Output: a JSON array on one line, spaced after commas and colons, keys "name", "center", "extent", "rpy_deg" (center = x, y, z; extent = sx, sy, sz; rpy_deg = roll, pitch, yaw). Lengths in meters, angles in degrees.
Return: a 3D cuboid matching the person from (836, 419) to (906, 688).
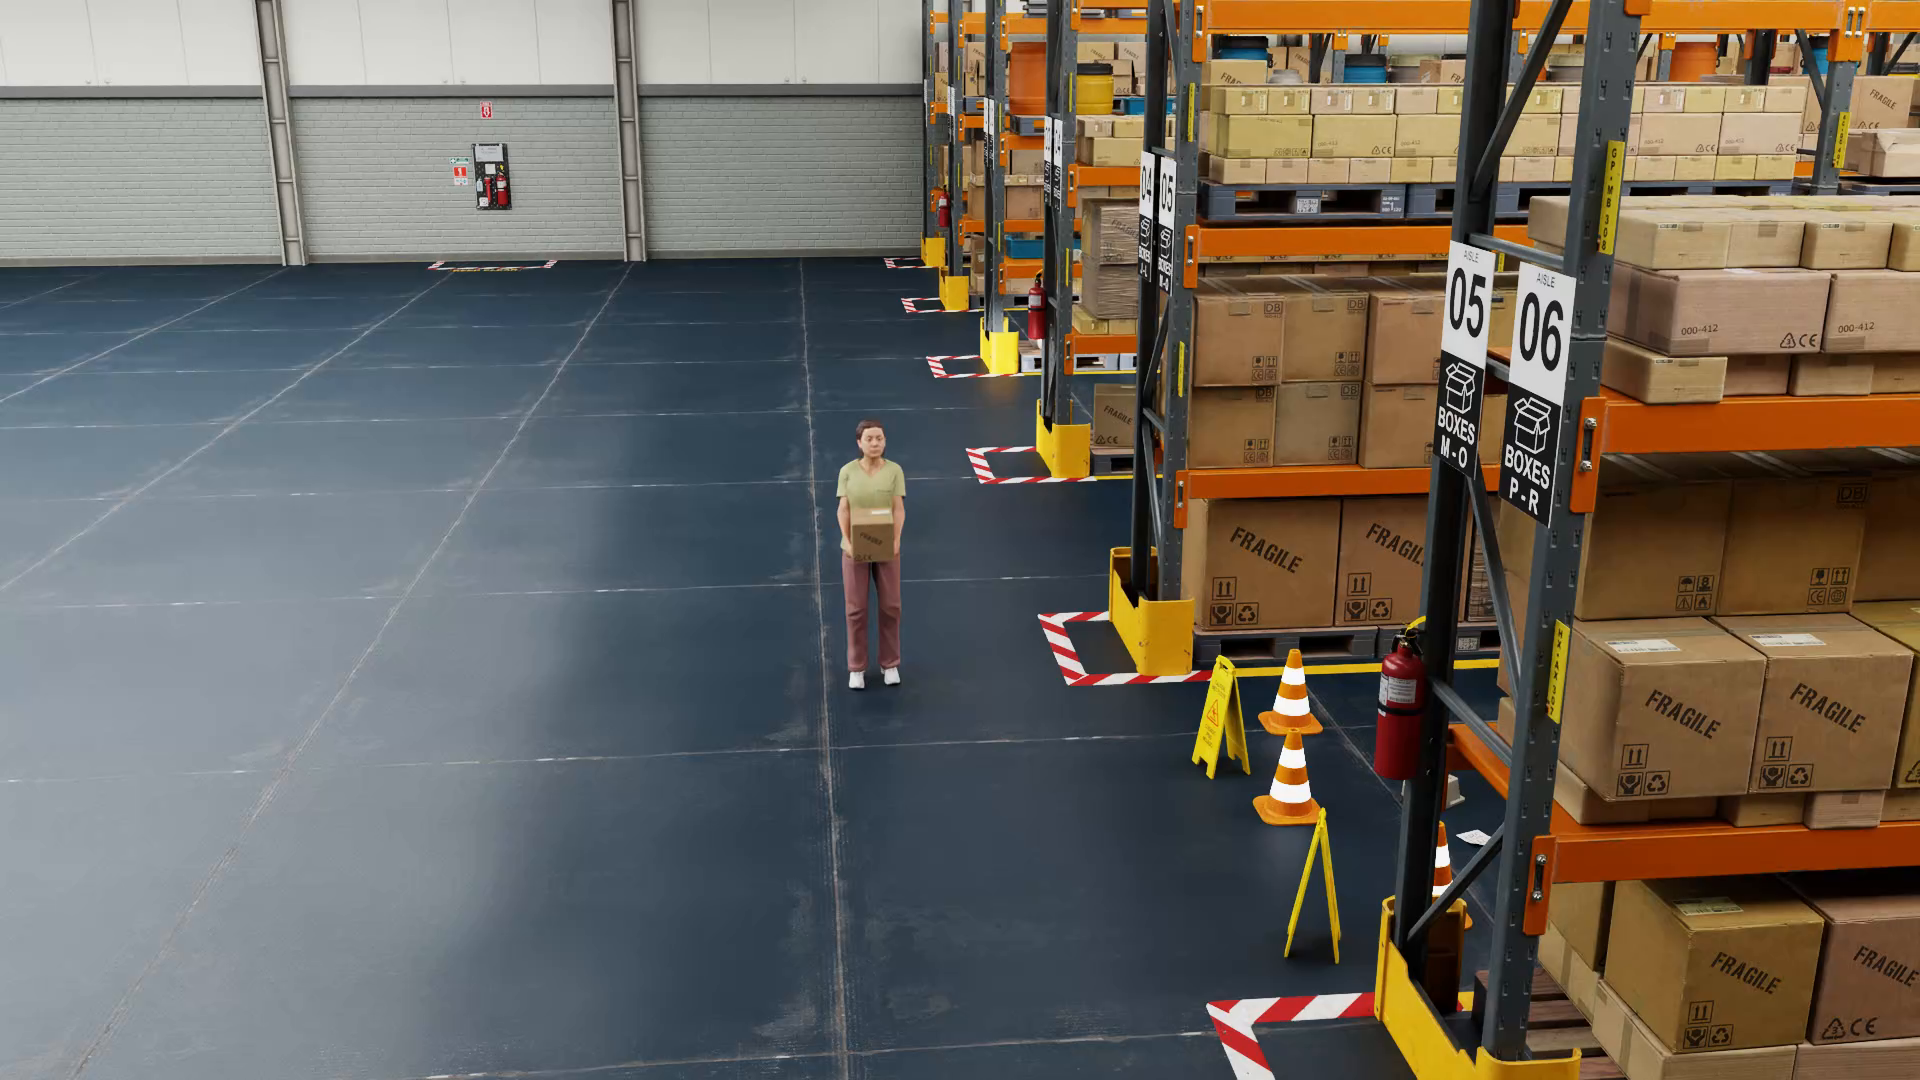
[{"name": "person", "center": [-0.539, 0.092, 10.274], "extent": [0.428, 1.663, 0.558], "rpy_deg": [-2, 17, -6]}]
